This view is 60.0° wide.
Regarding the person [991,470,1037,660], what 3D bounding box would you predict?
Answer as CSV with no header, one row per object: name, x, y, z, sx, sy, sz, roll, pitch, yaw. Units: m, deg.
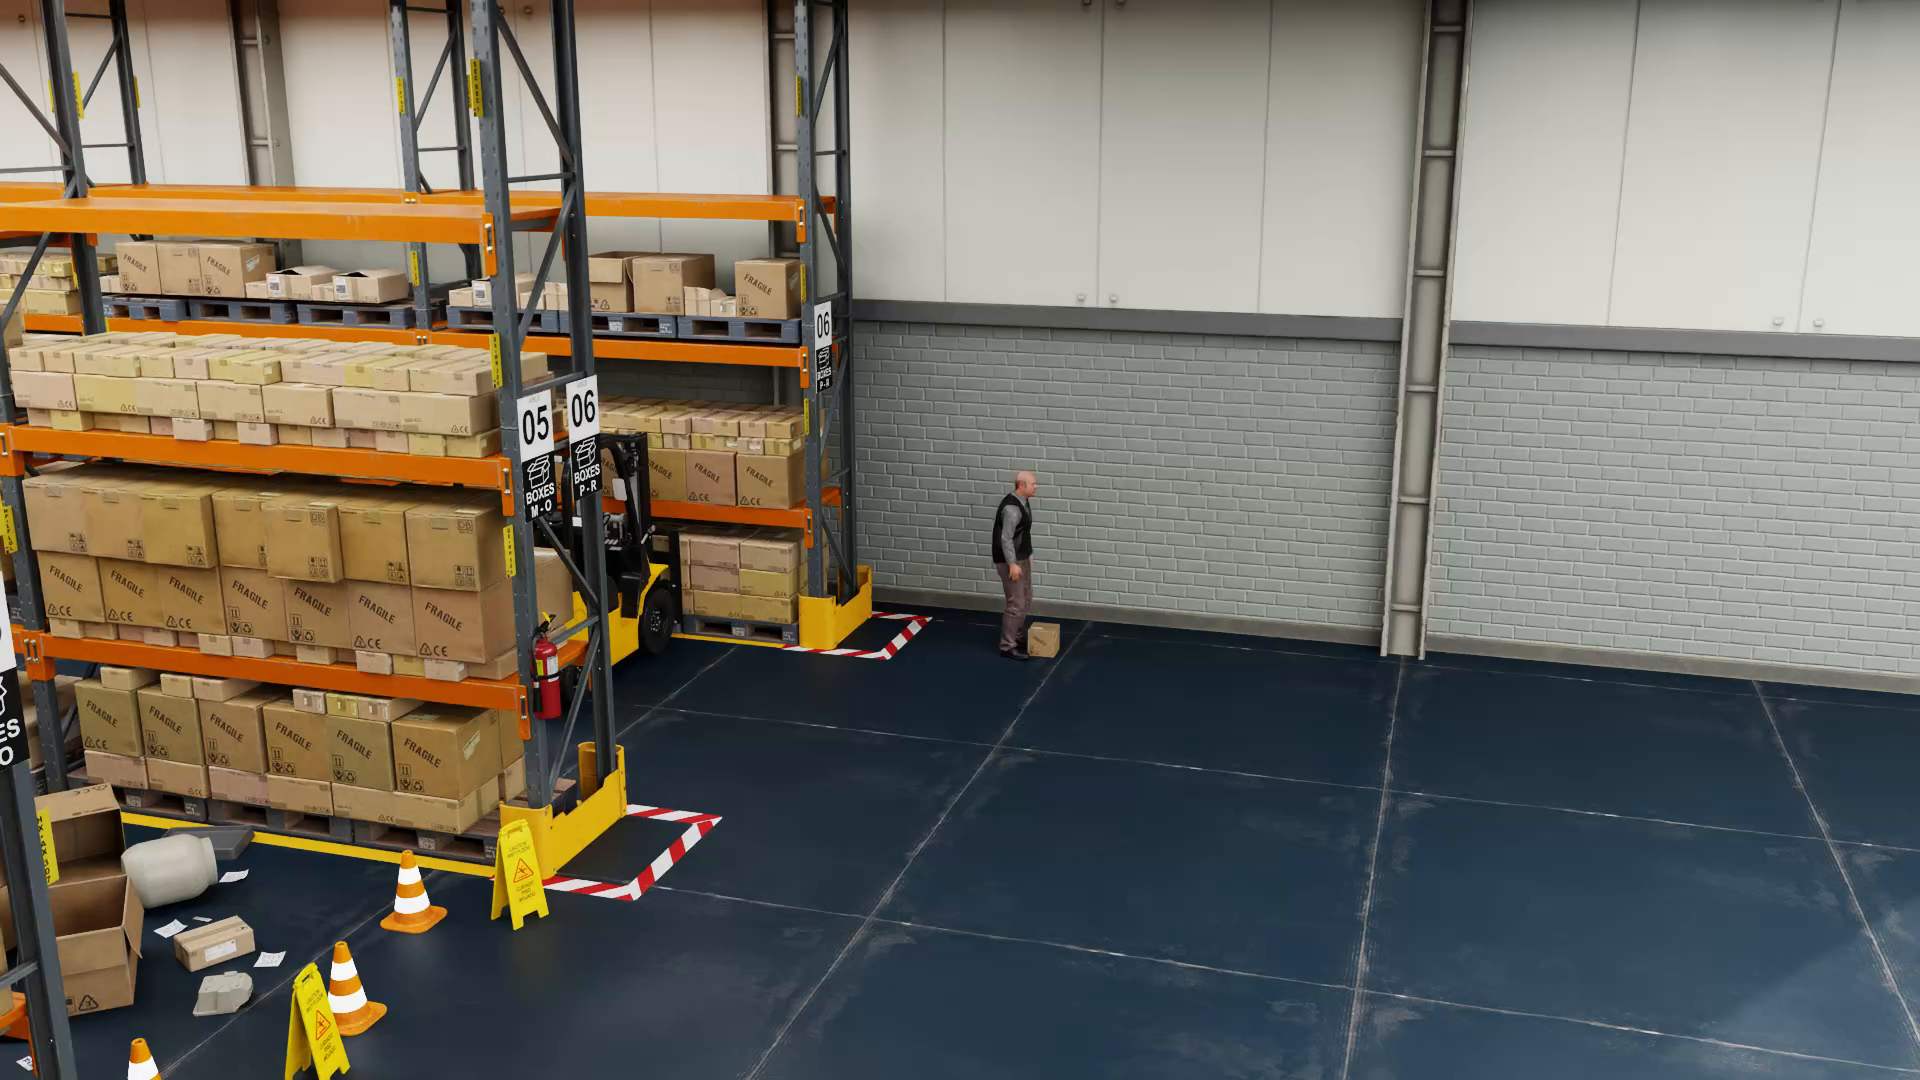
person,0.504,0.249,15.331,0.419,1.617,0.581,4,16,16
